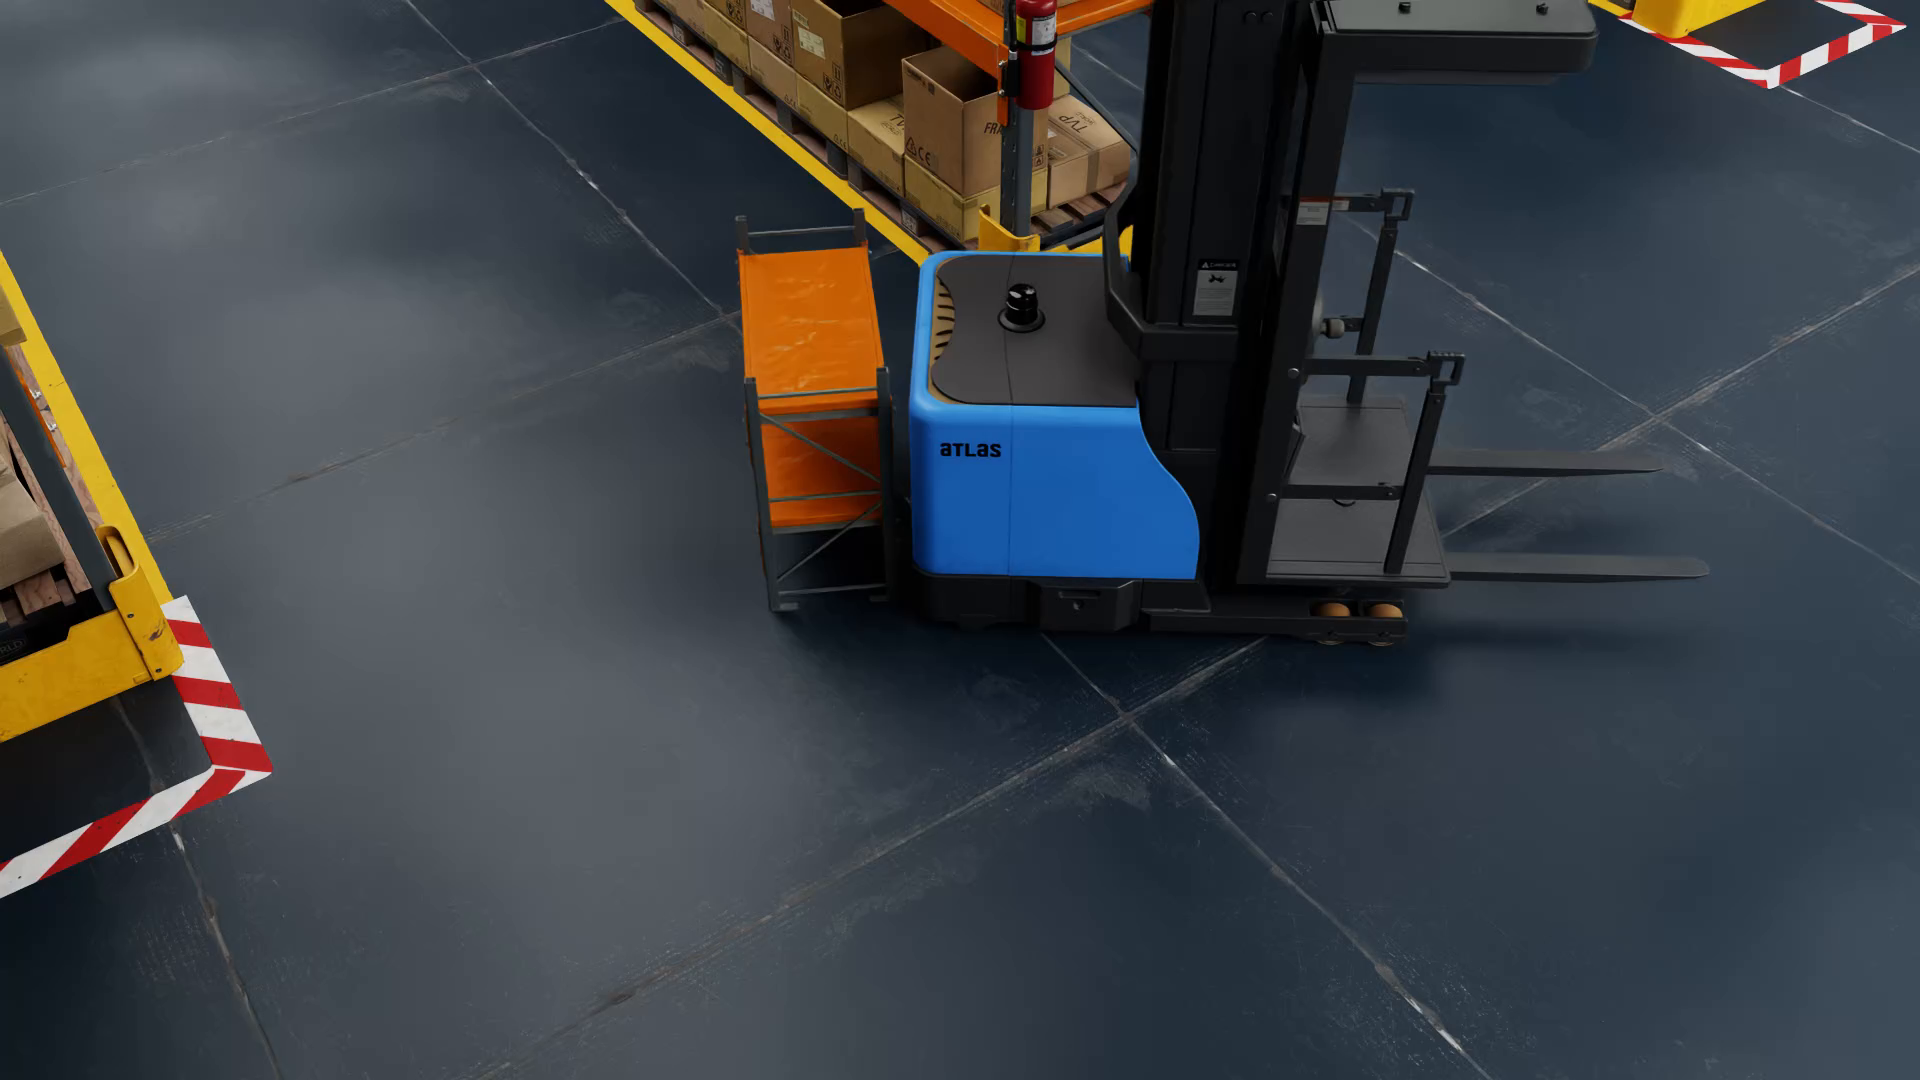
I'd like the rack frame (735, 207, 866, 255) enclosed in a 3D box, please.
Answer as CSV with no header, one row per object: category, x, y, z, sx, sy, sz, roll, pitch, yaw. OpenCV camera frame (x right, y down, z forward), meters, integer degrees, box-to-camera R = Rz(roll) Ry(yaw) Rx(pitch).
rack frame,-0.619,-0.857,6.833,0.500,1.125,0.032,-5,44,-5

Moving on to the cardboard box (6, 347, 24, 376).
cardboard box,-4.463,-0.873,6.984,0.700,0.500,0.500,-29,51,-27

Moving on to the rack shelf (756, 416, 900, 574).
rack shelf,-0.556,-0.332,6.637,0.538,0.278,1.000,-5,44,-5

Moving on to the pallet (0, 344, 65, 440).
pallet,-4.609,-0.631,7.258,1.003,0.211,1.213,-26,49,-24

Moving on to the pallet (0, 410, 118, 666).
pallet,-3.915,0.059,6.535,1.003,0.211,1.213,-26,49,-24

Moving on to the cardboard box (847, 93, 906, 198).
cardboard box,-0.220,-2.014,8.375,0.500,0.250,0.500,-26,49,-24

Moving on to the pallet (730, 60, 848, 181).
pallet,-0.541,-2.490,9.205,1.003,0.211,1.213,-26,49,-24

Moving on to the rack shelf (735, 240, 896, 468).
rack shelf,-0.556,-0.720,6.266,0.538,0.278,1.000,-5,44,-5

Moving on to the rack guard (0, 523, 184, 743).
rack guard,-3.479,0.429,5.939,1.175,0.500,0.348,-26,49,-24

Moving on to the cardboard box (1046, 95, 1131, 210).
cardboard box,0.501,-1.940,8.297,0.500,0.250,0.500,-26,49,-24

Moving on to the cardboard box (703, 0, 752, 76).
cardboard box,-1.083,-2.861,9.262,0.500,0.250,0.500,-26,49,-24

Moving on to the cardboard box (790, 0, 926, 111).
cardboard box,-0.510,-2.567,8.410,0.500,0.500,0.500,-26,49,-24

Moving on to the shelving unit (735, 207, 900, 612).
shelving unit,-0.556,-0.508,6.468,0.538,1.125,1.048,-5,44,-5

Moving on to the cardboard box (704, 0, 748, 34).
cardboard box,-1.083,-3.133,9.003,0.500,0.500,0.500,-26,49,-24

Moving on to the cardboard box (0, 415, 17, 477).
cardboard box,-4.084,-0.369,6.593,0.500,0.311,0.500,-22,48,-21

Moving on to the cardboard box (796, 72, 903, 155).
cardboard box,-0.508,-2.297,8.671,0.500,0.250,0.500,-26,49,-24

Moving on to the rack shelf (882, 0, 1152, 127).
rack shelf,-0.519,-3.264,8.518,1.077,0.370,4.000,-26,49,-24

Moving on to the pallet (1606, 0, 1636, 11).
pallet,4.147,-3.824,10.603,1.003,0.211,1.213,-26,49,-24

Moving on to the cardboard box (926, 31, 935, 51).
cardboard box,-0.084,-2.772,8.626,0.500,0.500,0.500,-26,49,-24

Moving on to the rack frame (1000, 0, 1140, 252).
rack frame,0.625,-2.391,7.083,1.000,3.000,0.127,-26,49,-24

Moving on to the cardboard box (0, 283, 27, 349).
cardboard box,-3.455,-0.787,5.496,0.500,0.250,0.500,-27,50,-26

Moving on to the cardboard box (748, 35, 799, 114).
cardboard box,-0.792,-2.581,8.968,0.500,0.250,0.500,-26,49,-24

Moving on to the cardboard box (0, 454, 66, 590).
cardboard box,-3.758,-0.046,6.255,0.500,0.311,0.500,-31,52,-29

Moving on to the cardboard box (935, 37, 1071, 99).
cardboard box,0.213,-2.494,8.334,0.500,0.500,0.500,-26,49,-24

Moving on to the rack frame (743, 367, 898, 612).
rack frame,-0.493,-0.160,6.103,0.500,1.125,0.032,-5,44,-5

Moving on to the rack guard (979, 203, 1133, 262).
rack guard,0.639,-1.474,7.932,1.175,0.500,0.348,-26,49,-24

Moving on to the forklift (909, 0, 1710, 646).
forklift,1.337,-1.033,5.709,3.031,2.935,1.130,1,44,1

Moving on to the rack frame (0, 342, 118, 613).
rack frame,-3.436,-0.432,5.031,1.000,3.000,0.127,-26,49,-24

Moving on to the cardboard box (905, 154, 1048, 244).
cardboard box,0.076,-1.736,8.083,0.500,0.250,0.500,-26,49,-24

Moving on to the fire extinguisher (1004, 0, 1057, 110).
fire extinguisher,0.312,-2.113,6.847,0.296,0.674,0.183,-26,49,-24

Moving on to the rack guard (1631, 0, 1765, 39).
rack guard,4.608,-3.466,10.019,1.175,0.500,0.348,-26,49,-24

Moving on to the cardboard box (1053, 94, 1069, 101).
cardboard box,0.211,-2.222,8.592,0.500,0.250,0.500,-26,49,-24

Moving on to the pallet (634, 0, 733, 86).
pallet,-1.243,-3.181,9.929,1.003,0.211,1.213,-26,49,-24

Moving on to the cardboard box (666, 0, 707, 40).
cardboard box,-1.365,-3.147,9.561,0.500,0.250,0.500,-26,49,-24

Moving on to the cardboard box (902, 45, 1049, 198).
cardboard box,0.074,-2.006,7.823,0.500,0.500,0.500,-26,49,-24

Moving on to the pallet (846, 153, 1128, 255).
pallet,0.153,-1.799,8.482,1.003,0.211,1.213,-26,49,-24

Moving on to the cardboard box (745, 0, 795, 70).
cardboard box,-0.795,-2.850,8.708,0.500,0.500,0.500,-26,49,-24

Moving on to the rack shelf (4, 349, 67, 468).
rack shelf,-4.580,-1.305,6.466,1.077,0.370,4.000,-26,49,-24

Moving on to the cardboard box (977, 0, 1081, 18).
cardboard box,0.368,-2.697,7.330,0.700,0.500,0.500,-26,49,-24

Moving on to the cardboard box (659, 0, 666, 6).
cardboard box,-1.647,-3.432,9.860,0.500,0.250,0.500,-26,49,-24
